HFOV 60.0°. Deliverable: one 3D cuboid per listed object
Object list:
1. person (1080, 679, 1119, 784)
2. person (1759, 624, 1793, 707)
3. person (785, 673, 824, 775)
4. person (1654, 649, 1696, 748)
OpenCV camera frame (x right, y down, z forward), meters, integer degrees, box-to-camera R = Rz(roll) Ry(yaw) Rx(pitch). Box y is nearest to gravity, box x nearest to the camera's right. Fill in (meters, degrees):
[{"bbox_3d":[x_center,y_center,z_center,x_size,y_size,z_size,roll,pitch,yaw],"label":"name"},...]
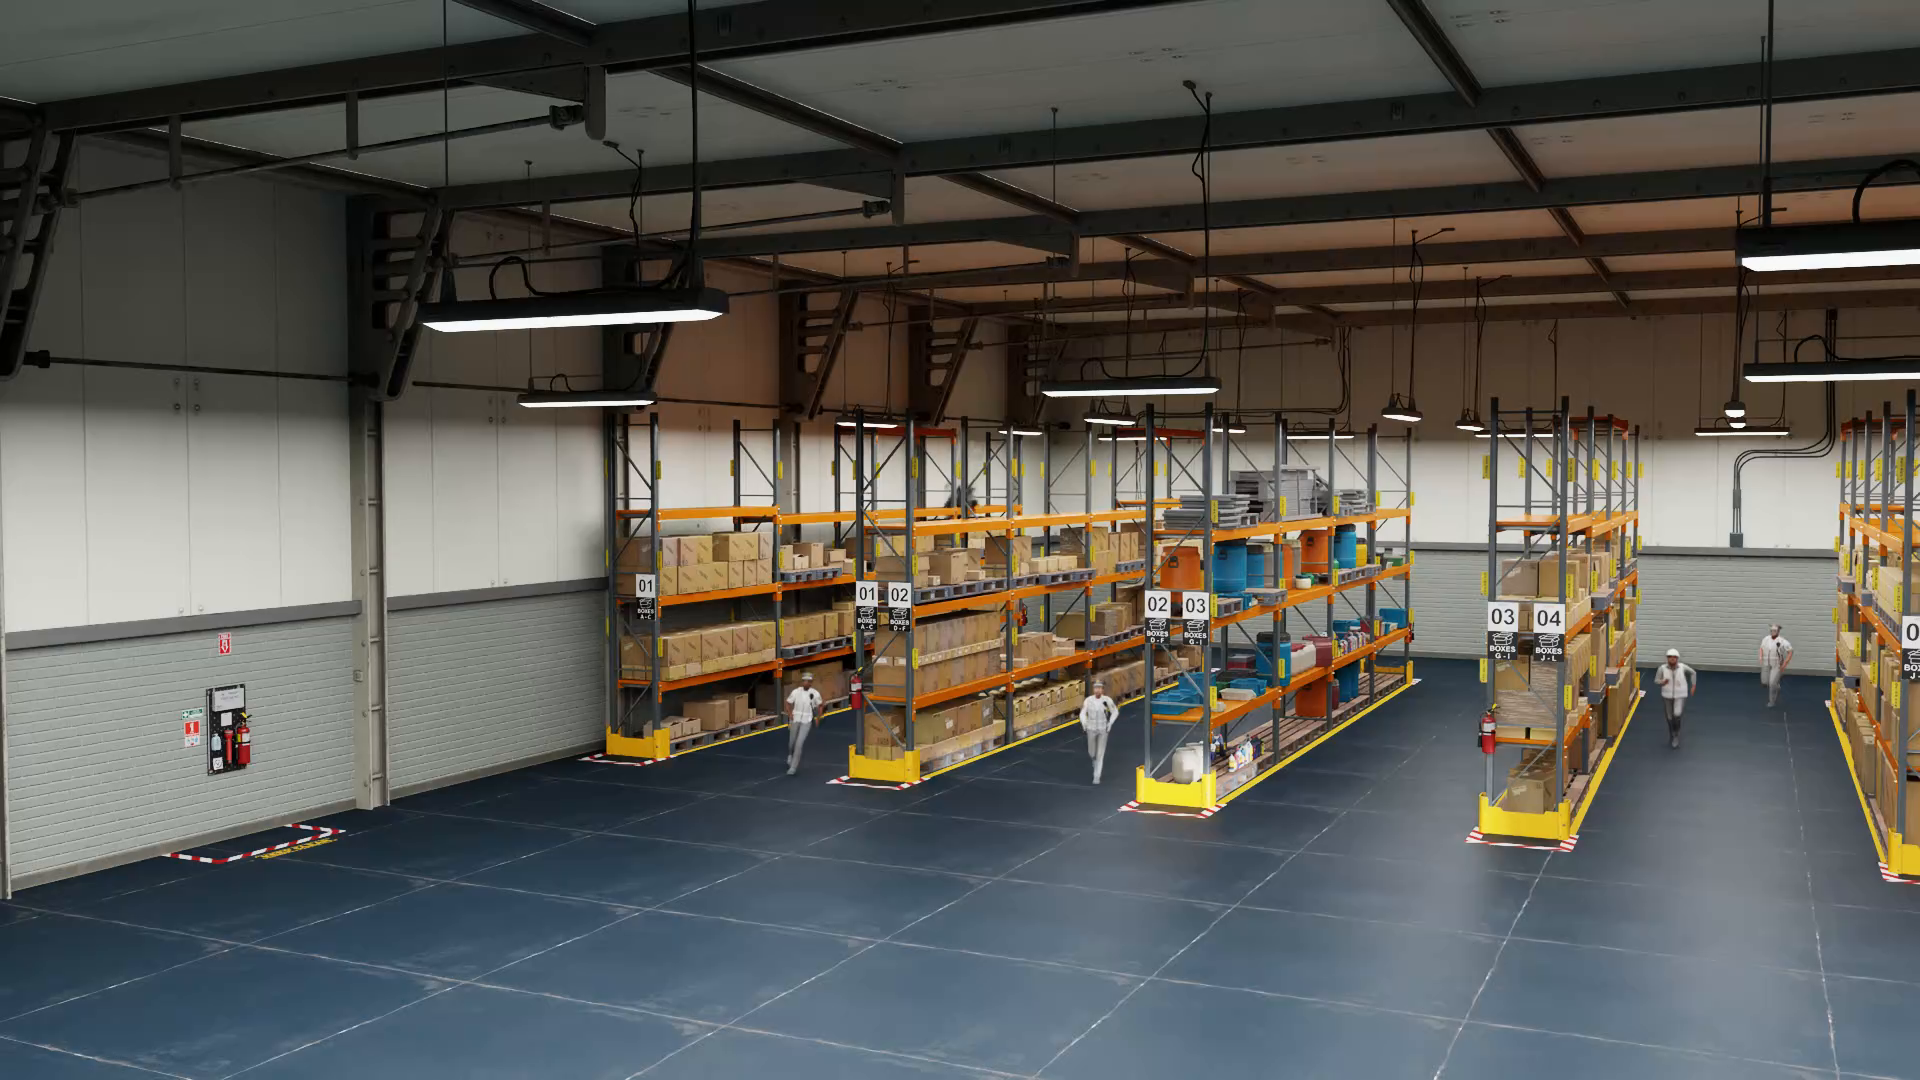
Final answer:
[{"bbox_3d":[2.240,3.064,26.780,0.625,1.682,0.661,0,2,11],"label":"person"},{"bbox_3d":[17.343,2.655,35.410,0.600,1.759,0.699,-2,3,-35],"label":"person"},{"bbox_3d":[-2.593,3.014,27.575,0.641,1.649,0.836,0,2,1],"label":"person"},{"bbox_3d":[12.945,2.853,30.129,0.680,1.782,0.821,1,3,28],"label":"person"}]
